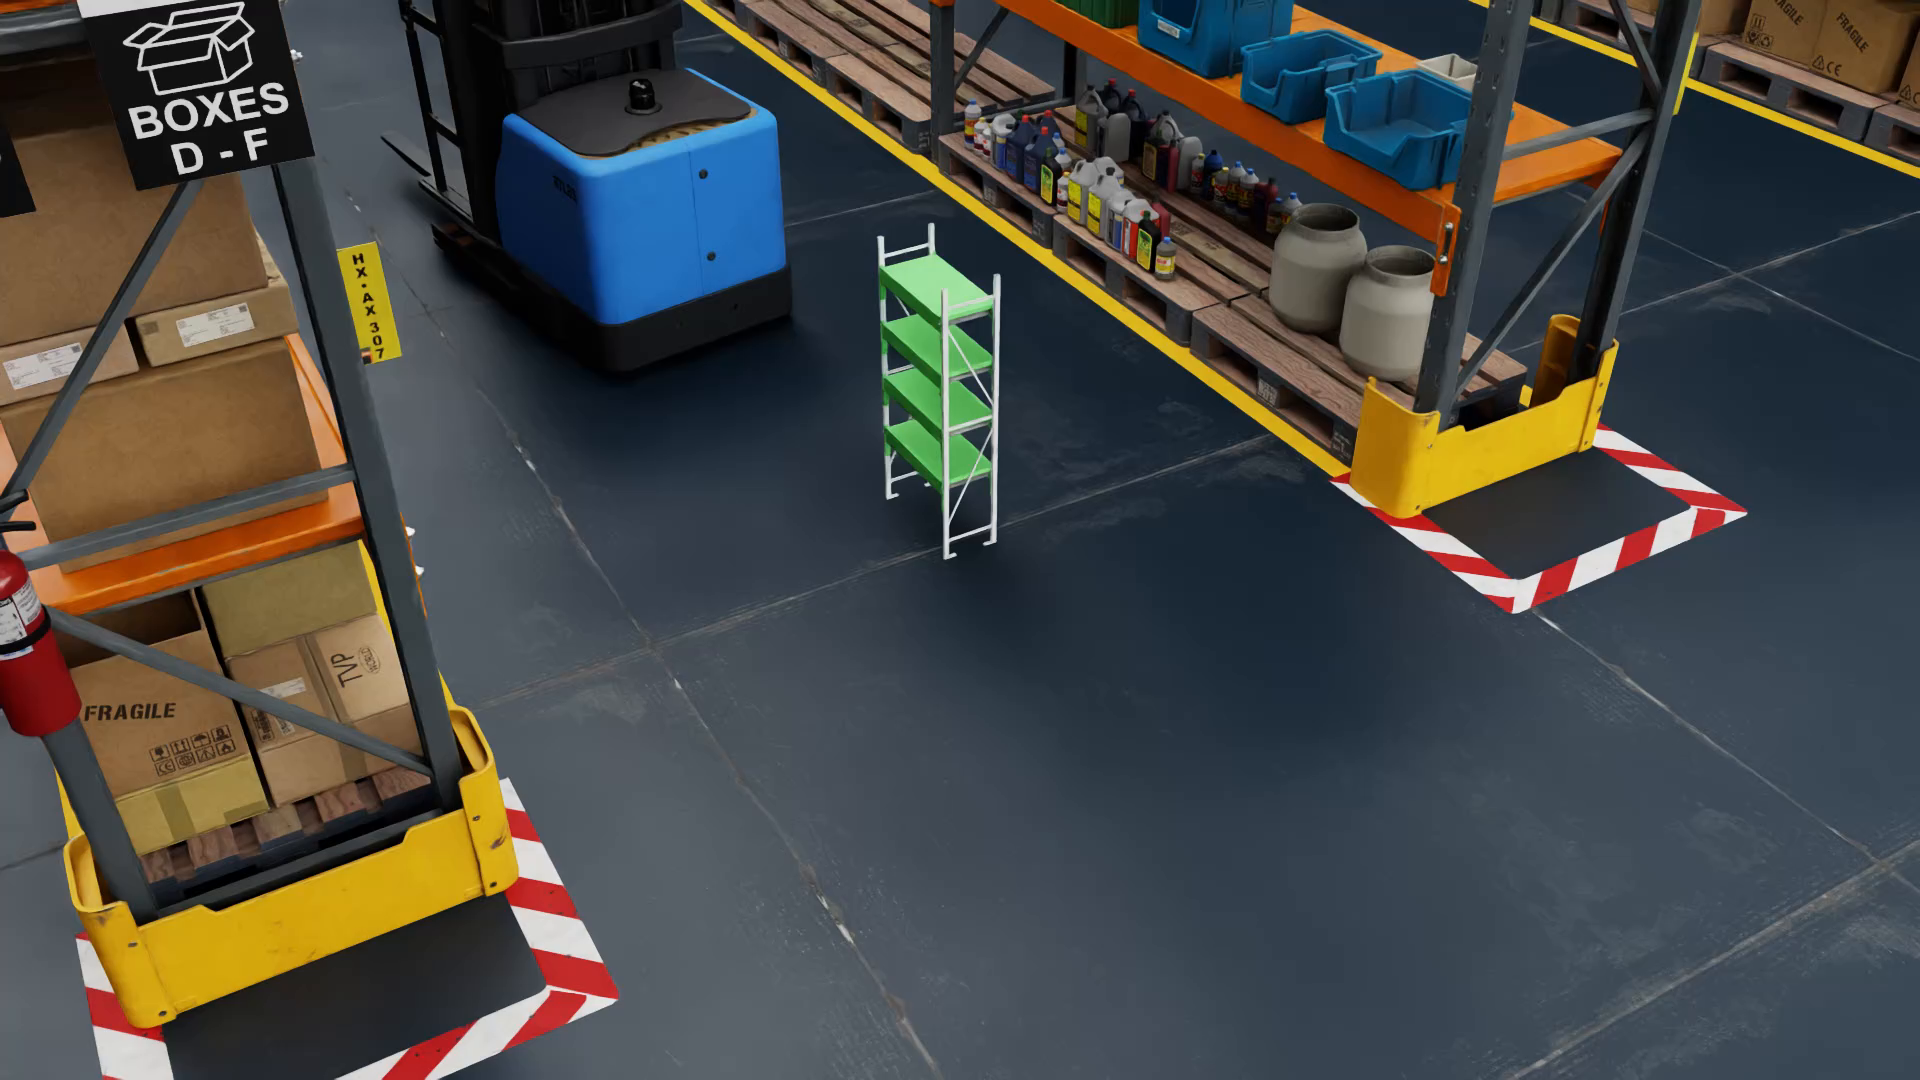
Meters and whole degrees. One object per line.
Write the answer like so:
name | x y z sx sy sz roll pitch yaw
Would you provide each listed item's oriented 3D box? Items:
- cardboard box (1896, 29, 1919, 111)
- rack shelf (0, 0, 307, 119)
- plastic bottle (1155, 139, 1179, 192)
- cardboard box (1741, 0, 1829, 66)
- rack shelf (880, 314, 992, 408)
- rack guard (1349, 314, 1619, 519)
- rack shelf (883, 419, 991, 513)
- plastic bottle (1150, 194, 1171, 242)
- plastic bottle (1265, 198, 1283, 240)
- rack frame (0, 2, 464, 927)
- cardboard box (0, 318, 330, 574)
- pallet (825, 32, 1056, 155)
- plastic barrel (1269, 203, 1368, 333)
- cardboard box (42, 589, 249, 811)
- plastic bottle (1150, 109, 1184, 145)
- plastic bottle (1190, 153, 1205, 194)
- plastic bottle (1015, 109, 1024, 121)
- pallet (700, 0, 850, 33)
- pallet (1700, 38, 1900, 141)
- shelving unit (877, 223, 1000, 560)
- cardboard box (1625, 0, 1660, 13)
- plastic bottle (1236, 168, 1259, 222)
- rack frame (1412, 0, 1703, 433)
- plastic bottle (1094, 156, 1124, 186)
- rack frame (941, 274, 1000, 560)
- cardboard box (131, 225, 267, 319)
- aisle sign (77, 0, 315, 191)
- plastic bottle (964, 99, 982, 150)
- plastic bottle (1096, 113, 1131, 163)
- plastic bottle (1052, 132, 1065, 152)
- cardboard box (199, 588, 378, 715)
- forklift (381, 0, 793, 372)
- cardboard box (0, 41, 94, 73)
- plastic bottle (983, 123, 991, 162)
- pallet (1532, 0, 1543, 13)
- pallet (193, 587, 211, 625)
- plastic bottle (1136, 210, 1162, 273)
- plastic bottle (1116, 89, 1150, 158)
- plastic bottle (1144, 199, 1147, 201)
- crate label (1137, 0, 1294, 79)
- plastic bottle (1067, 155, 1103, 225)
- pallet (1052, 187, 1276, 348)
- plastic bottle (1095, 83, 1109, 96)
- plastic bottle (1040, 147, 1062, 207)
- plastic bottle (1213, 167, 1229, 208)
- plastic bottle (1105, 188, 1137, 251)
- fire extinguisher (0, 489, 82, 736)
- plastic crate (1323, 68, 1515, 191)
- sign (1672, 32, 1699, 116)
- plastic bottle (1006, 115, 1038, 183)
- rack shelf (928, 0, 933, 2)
cardboard box | 5.955 -2.767 9.758 0.500 0.500 0.500 -9 37 -12
rack shelf | -2.987 -1.996 5.006 1.077 0.370 4.000 -19 40 -24
plastic bottle | 1.110 -2.020 8.903 0.061 0.283 0.133 -19 40 -24
cardboard box | 5.416 -3.390 10.611 0.500 0.500 0.500 -23 42 -28
rack shelf | -0.083 -0.711 6.408 0.258 0.148 0.480 -19 40 -24
rack guard | 2.223 -0.536 7.060 1.175 0.500 0.348 -19 40 -24
rack shelf | -0.083 -0.324 6.691 0.258 0.148 0.480 -19 40 -24
plastic bottle | 0.989 -1.577 8.296 0.061 0.283 0.133 -19 40 -24
plastic bottle | 1.609 -1.638 8.449 0.097 0.201 0.097 0 36 0
rack frame | -1.983 -0.055 4.282 1.000 3.000 0.127 -19 40 -24
cardboard box | -2.206 -0.337 4.584 0.700 0.500 0.500 -19 40 -24
pallet | -0.136 -2.824 10.437 1.003 0.211 1.213 -19 40 -24
plastic barrel | 1.654 -1.254 7.678 0.421 0.512 0.421 0 36 0
cardboard box | -2.509 0.398 5.002 0.500 0.500 0.500 -19 40 -24
plastic bottle | 1.124 -2.163 9.041 0.144 0.351 0.185 -19 40 -24
plastic bottle | 1.285 -1.967 8.899 0.097 0.201 0.097 0 36 0
plastic bottle | 0.351 -2.224 9.182 0.061 0.283 0.133 -19 40 -24
pallet | -1.361 -4.068 12.141 1.003 0.211 1.213 -19 40 -24
pallet | 5.560 -2.948 10.607 1.003 0.211 1.213 -19 40 -24
shelving unit | -0.083 -0.569 6.512 0.258 1.200 0.503 -19 40 -24
cardboard box | 4.741 -3.973 11.410 0.500 0.500 0.500 -20 41 -25
plastic bottle | 1.489 -1.789 8.596 0.097 0.271 0.097 0 36 0
rack frame | 2.302 -1.521 6.289 1.000 3.000 0.127 -19 40 -24
plastic bottle | 0.763 -1.848 8.673 0.152 0.276 0.135 -19 40 -24
rack frame | 0.039 -0.445 6.341 0.240 1.200 0.015 -19 40 -24
cardboard box | -2.128 -0.755 4.606 0.380 0.149 0.250 -20 41 -25
aisle sign | -1.685 -1.162 3.594 0.394 0.787 0.004 -19 40 -24
plastic bottle | 0.074 -2.344 9.357 0.097 0.271 0.097 0 36 0
plastic bottle | 0.846 -2.241 9.211 0.152 0.276 0.135 -19 40 -24
plastic bottle | 0.517 -2.064 8.973 0.097 0.271 0.097 0 36 0
cardboard box | -2.314 0.292 5.782 0.500 0.250 0.500 -19 40 -24
forklift | -2.134 -2.768 8.055 1.130 2.935 3.031 -25 43 -30
cardboard box | -2.502 -1.155 4.603 0.700 0.500 0.500 -20 41 -25
plastic bottle | 0.176 -2.212 9.235 0.097 0.201 0.097 0 36 0
pallet | 4.183 -4.299 12.457 1.003 0.211 1.213 -19 40 -24
pallet | -3.012 0.072 6.472 1.003 0.211 1.213 -19 40 -24
plastic bottle | 0.926 -1.463 8.139 0.061 0.283 0.133 -18 40 -23
plastic bottle | 0.962 -2.328 9.267 0.144 0.351 0.185 -21 41 -26
plastic bottle | 0.926 -1.629 8.437 0.097 0.201 0.097 0 36 0
crate label | 1.144 -2.394 7.454 0.502 0.435 0.616 -19 40 -24
plastic bottle | 0.648 -1.821 8.573 0.144 0.351 0.185 -19 40 -24
pallet | 1.211 -1.457 8.566 1.003 0.211 1.213 -19 40 -24
plastic bottle | 0.819 -2.494 9.551 0.061 0.283 0.133 -17 39 -22
plastic bottle | 0.481 -1.914 8.758 0.061 0.283 0.133 -17 39 -22
plastic bottle | 1.388 -1.862 8.756 0.097 0.201 0.097 0 36 0
plastic bottle | 0.828 -1.613 8.351 0.152 0.276 0.135 -20 41 -25
fire extinguisher | -2.325 0.174 4.034 0.296 0.674 0.183 -19 40 -24
plastic crate | 1.792 -1.627 6.561 0.499 0.251 0.616 -19 40 -24
sign | 2.780 -1.794 6.428 0.100 0.325 0.005 -19 40 -24
plastic bottle | 0.339 -2.134 9.002 0.144 0.351 0.185 -18 40 -23
rack shelf | -0.712 -4.290 10.691 1.077 0.370 4.000 -19 40 -24
